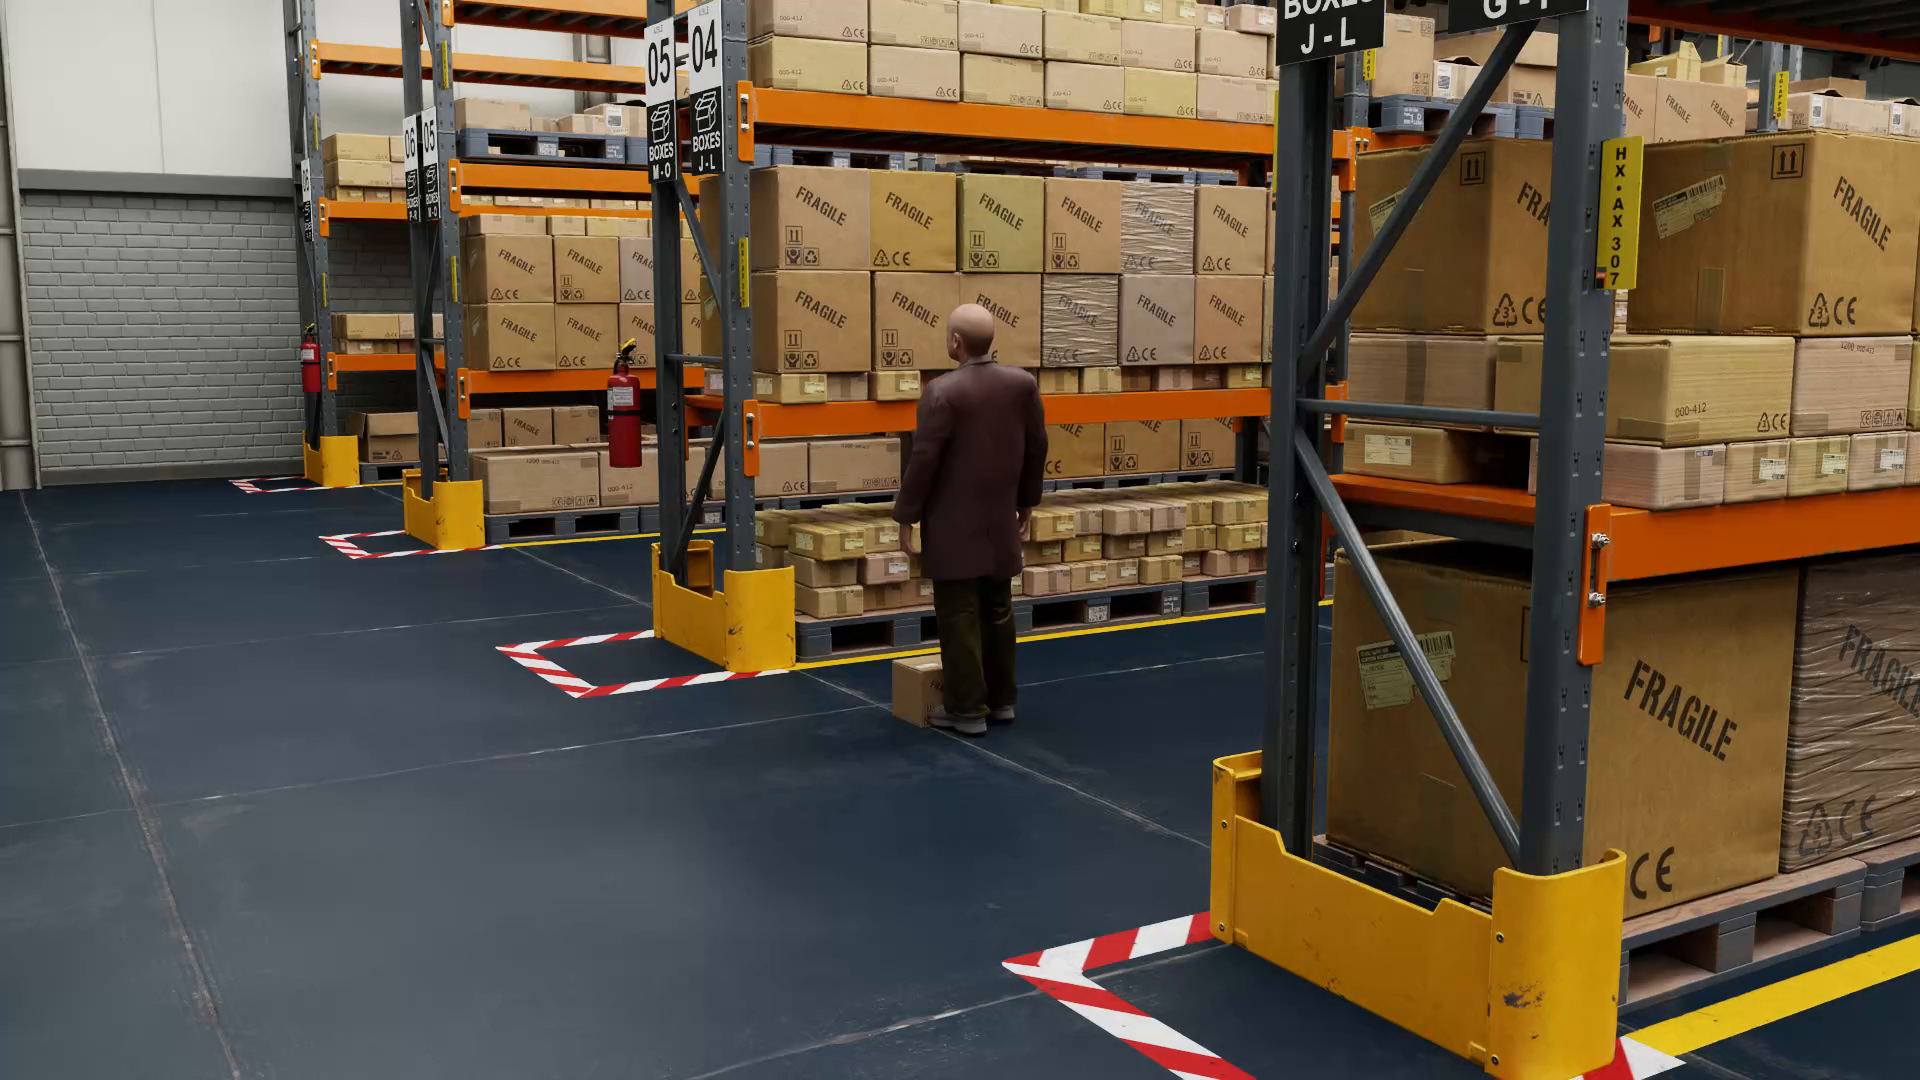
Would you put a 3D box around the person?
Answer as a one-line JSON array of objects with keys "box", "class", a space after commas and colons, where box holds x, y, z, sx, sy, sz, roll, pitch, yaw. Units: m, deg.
[{"box": [-0.005, -0.090, 6.955, 0.696, 1.778, 0.579, -5, 9, -31], "class": "person"}]
